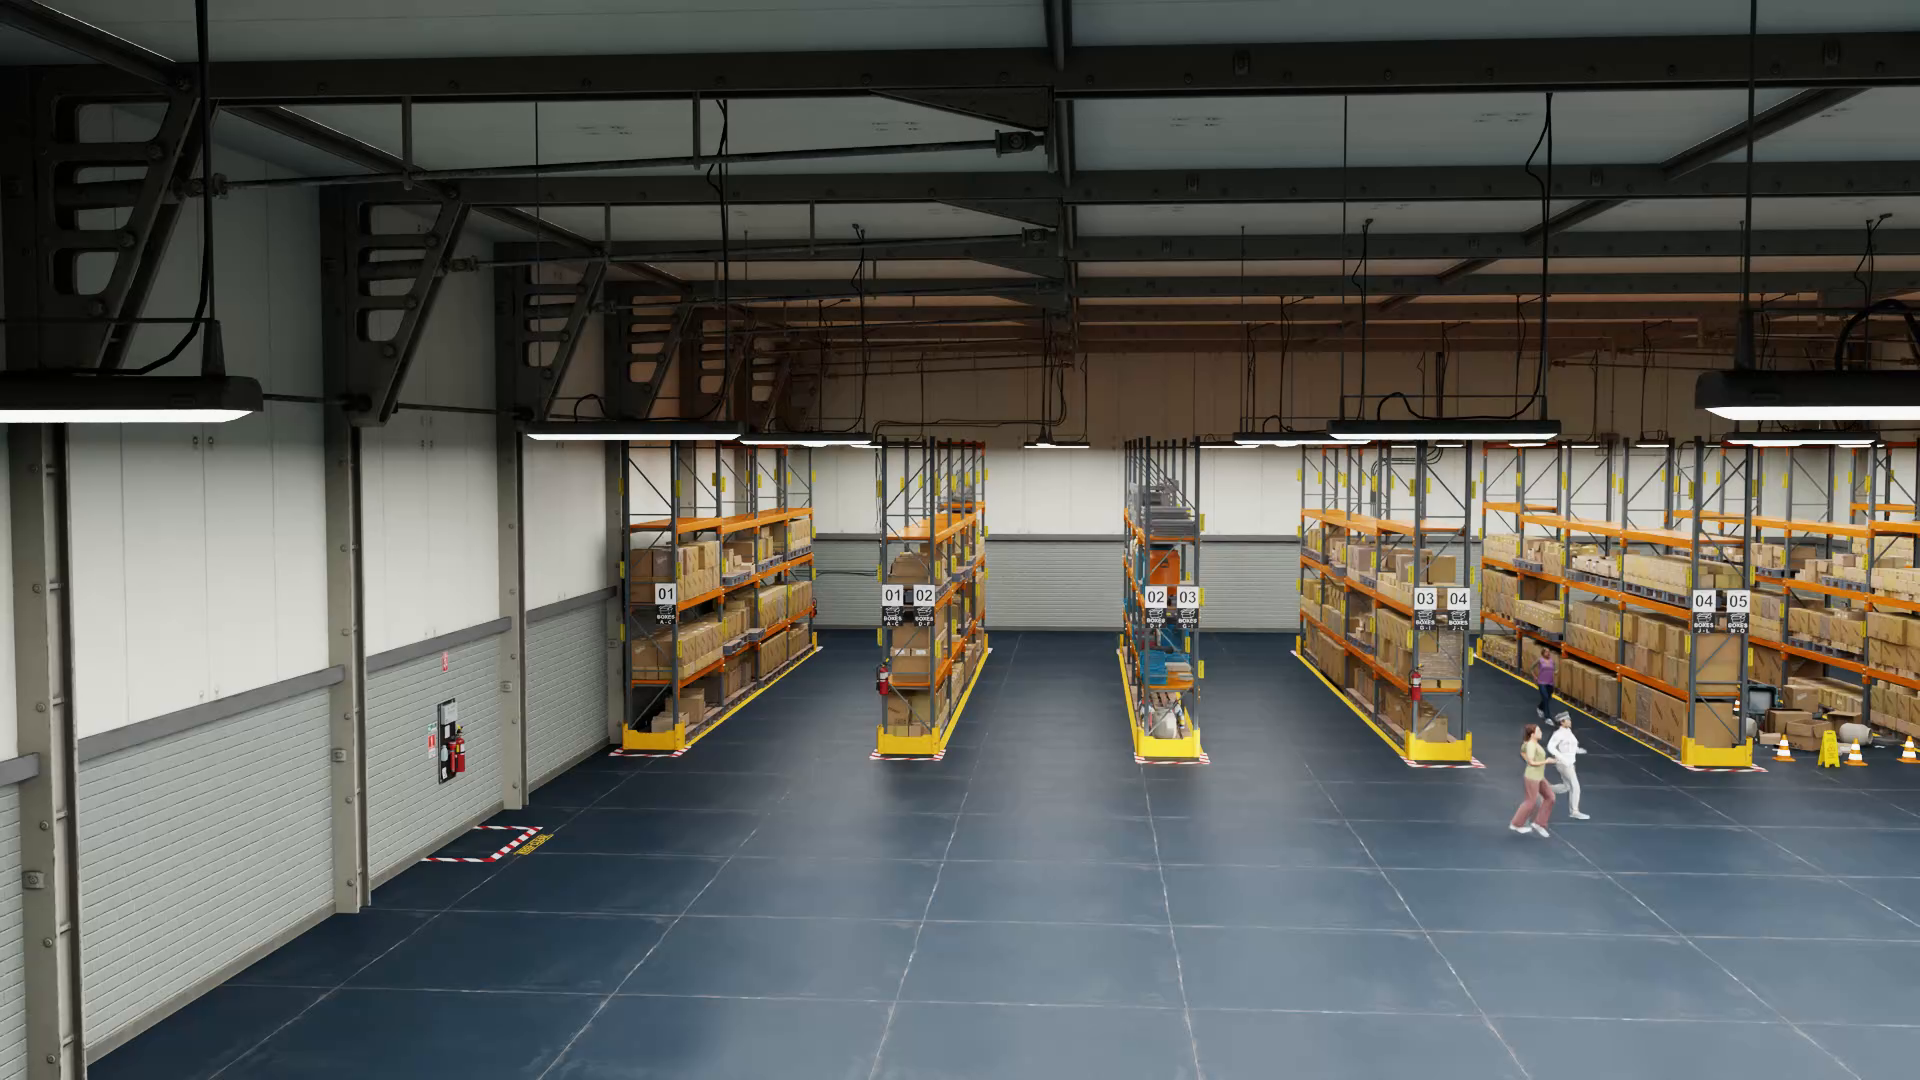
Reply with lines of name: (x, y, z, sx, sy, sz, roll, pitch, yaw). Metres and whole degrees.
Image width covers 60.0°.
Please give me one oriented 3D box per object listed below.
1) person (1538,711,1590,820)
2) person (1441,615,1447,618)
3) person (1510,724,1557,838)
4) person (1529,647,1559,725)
person: (9.424, 3.491, 25.986, 0.832, 1.665, 0.626, 2, 4, 36)
person: (13.099, 2.470, 45.082, 0.634, 1.704, 0.904, 1, 3, 15)
person: (8.515, 3.696, 24.668, 0.669, 1.453, 0.558, 2, 4, 30)
person: (12.300, 3.033, 34.952, 0.536, 1.586, 0.893, 0, 3, -7)
